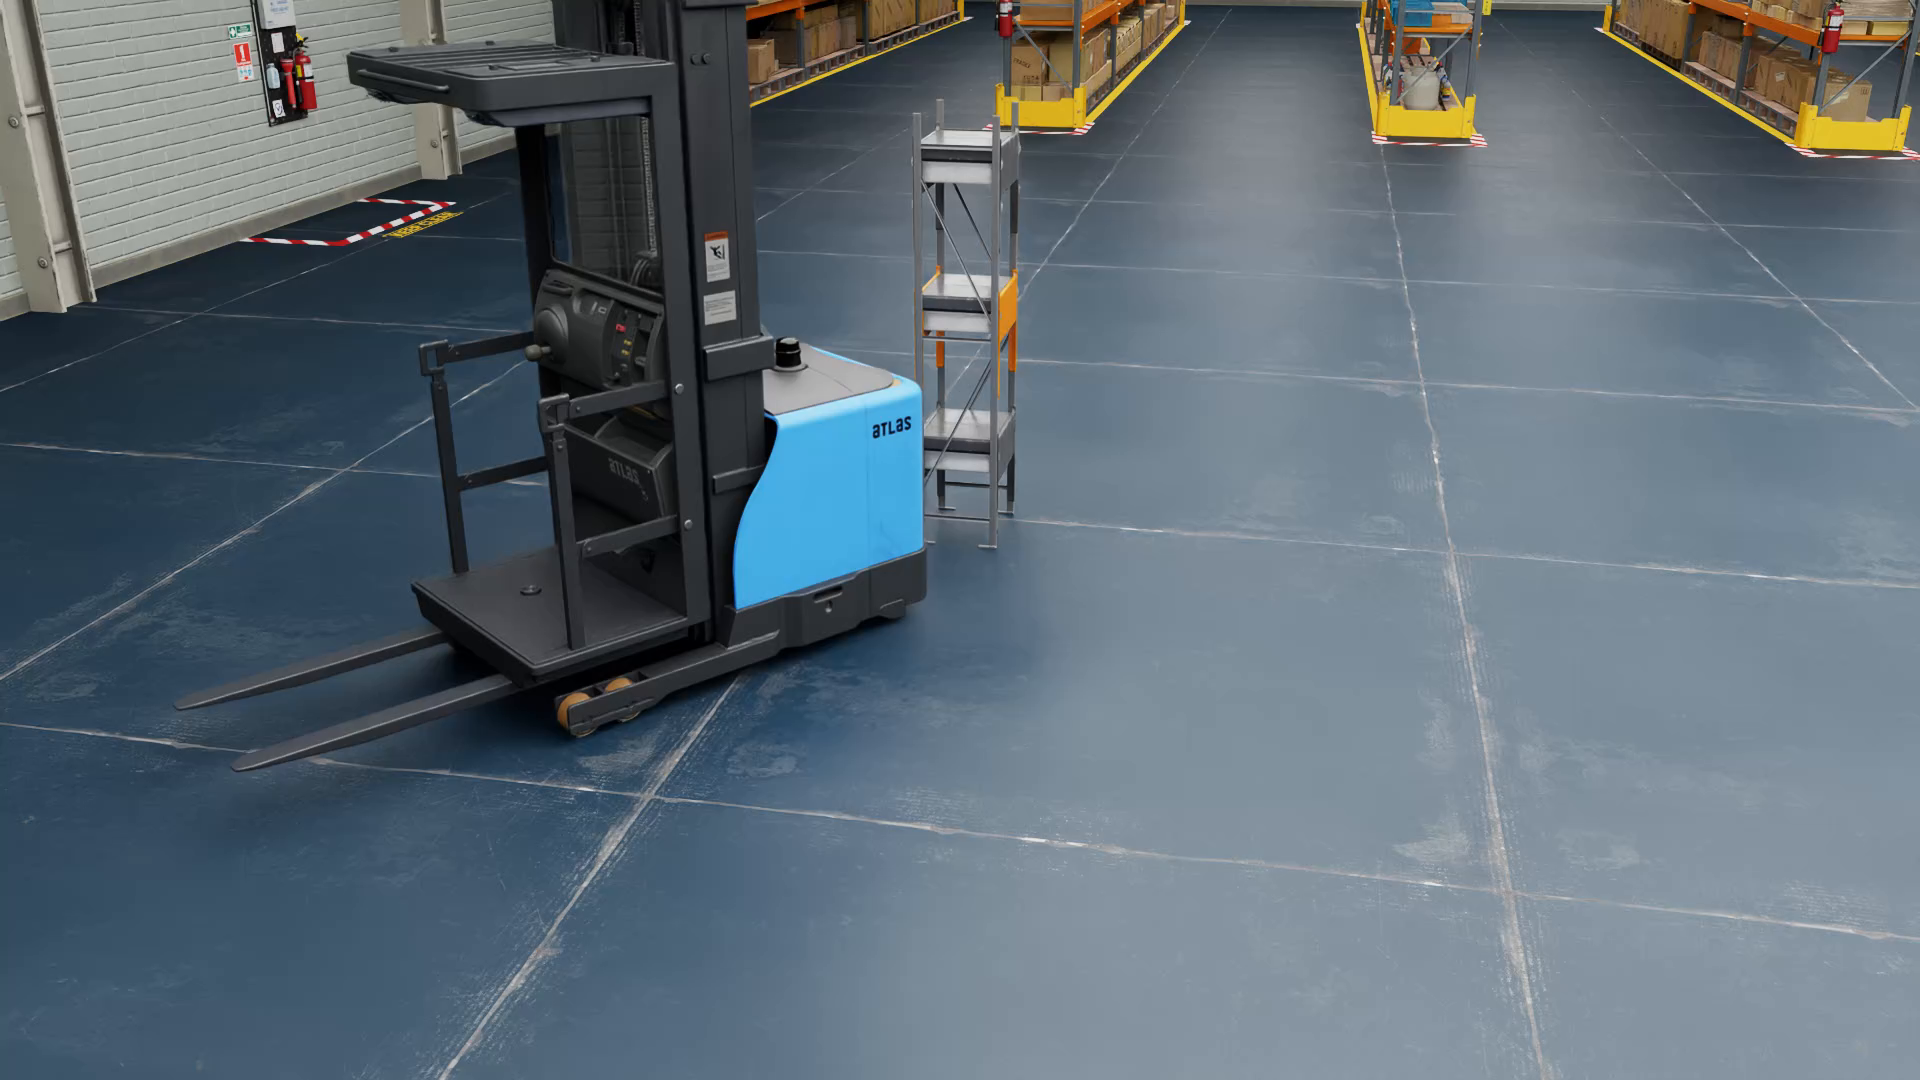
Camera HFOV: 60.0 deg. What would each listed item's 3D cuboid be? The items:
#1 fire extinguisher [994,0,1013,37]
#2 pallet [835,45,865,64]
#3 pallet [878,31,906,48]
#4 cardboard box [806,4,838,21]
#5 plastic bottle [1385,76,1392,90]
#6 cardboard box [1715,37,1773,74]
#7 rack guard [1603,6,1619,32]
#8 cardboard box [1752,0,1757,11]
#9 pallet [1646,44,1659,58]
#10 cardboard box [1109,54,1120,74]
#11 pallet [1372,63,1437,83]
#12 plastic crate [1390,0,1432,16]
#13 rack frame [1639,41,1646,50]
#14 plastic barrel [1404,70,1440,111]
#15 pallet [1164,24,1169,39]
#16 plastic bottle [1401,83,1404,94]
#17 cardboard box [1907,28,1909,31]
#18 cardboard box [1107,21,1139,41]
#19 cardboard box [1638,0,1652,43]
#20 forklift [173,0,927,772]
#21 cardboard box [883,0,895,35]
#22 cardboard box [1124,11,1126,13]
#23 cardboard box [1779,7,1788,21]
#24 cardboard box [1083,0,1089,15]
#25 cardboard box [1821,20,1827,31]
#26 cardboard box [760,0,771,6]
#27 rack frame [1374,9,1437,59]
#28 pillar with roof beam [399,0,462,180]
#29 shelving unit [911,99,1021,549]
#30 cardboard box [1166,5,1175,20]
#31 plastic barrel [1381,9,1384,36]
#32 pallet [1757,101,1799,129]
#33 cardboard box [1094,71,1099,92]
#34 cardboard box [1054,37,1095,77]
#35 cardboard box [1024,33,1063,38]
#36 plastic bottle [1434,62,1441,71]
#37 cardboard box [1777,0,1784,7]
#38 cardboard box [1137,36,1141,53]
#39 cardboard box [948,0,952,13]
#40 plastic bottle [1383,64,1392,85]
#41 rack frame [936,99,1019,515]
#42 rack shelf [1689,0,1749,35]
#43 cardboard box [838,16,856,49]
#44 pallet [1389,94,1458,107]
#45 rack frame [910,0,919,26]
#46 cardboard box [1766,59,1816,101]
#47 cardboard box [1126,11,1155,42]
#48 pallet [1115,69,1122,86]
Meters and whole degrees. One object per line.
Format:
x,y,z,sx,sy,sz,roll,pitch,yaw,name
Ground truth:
0.590,-6.848,21.446,0.296,0.674,0.183,4,22,11,fire extinguisher
-2.310,-8.615,29.462,1.003,0.211,1.213,4,22,11,pallet
-1.663,-9.628,31.977,1.003,0.211,1.213,4,22,11,pallet
-2.422,-9.115,28.725,0.500,0.250,0.500,5,22,12,cardboard box
5.941,-6.249,22.911,0.152,0.276,0.135,5,22,11,plastic bottle
12.072,-7.448,25.588,0.700,0.500,0.500,6,23,15,cardboard box
14.036,-10.836,34.591,1.175,0.500,0.348,4,22,11,rack guard
11.244,-7.426,23.114,0.380,0.149,0.250,4,22,11,cardboard box
13.131,-8.943,30.276,1.003,0.211,1.213,4,22,11,pallet
2.210,-7.403,25.838,0.500,0.250,0.500,4,22,10,cardboard box
7.103,-7.420,26.495,1.003,0.211,1.213,4,22,11,pallet
5.865,-6.887,21.638,0.499,0.251,0.408,4,22,11,plastic crate
13.215,-10.524,30.470,1.000,3.000,0.127,4,22,11,rack frame
5.977,-5.800,21.508,0.421,0.512,0.421,0,22,0,plastic barrel
3.659,-10.238,33.492,1.003,0.211,1.213,4,22,11,pallet
6.095,-6.262,23.044,0.097,0.201,0.097,0,22,0,plastic bottle
18.007,-9.529,31.254,0.380,0.149,0.250,4,22,11,cardboard box
2.736,-8.596,28.051,0.500,0.311,0.500,4,22,10,cardboard box
13.104,-9.498,30.203,1.225,0.875,0.875,5,22,11,cardboard box
-1.592,-0.817,6.458,3.031,2.935,1.130,-18,28,-38,forklift
-1.685,-9.970,31.410,0.750,0.750,0.750,4,22,11,cardboard box
2.768,-9.411,30.464,0.500,0.500,0.500,4,22,9,cardboard box
10.951,-6.876,21.749,0.380,0.149,0.250,4,22,11,cardboard box
1.386,-7.482,22.781,0.700,0.500,0.500,5,22,11,cardboard box
10.674,-6.230,20.144,0.380,0.149,0.250,4,22,11,cardboard box
-3.064,-7.924,24.187,0.500,0.250,0.500,5,22,11,cardboard box
7.550,-9.439,27.775,1.000,3.000,0.127,4,22,11,rack frame
-1.495,-7.850,15.801,9.100,9.000,0.400,4,22,11,pillar with roof beam
0.034,-1.035,8.112,0.431,2.100,0.503,4,22,11,shelving unit
4.241,-11.109,35.014,0.500,0.250,0.500,4,22,11,cardboard box
8.238,-9.925,31.230,0.600,0.901,0.708,4,22,11,plastic barrel
11.233,-5.609,21.998,1.003,0.211,1.213,4,22,11,pallet
1.704,-6.539,23.693,0.500,0.250,0.500,4,22,11,cardboard box
1.586,-6.705,23.102,0.500,0.500,0.500,4,22,11,cardboard box
1.180,-6.928,23.654,0.500,0.500,0.500,4,22,11,cardboard box
6.884,-6.694,23.916,0.144,0.351,0.185,4,22,9,plastic bottle
11.290,-7.252,21.813,0.875,0.500,0.500,4,22,11,cardboard box
2.833,-8.526,28.627,0.500,0.250,0.500,5,22,12,cardboard box
-0.561,-11.891,36.648,0.700,0.500,0.500,4,22,11,cardboard box
6.124,-6.619,23.729,0.144,0.351,0.185,4,22,9,plastic bottle
0.084,-1.124,8.333,0.400,2.100,0.015,4,22,11,rack frame
11.990,-7.996,25.155,1.077,0.370,4.000,4,22,11,rack shelf
-2.245,-8.971,29.371,0.700,0.500,0.500,5,22,12,cardboard box
6.309,-5.992,22.950,1.003,0.211,1.213,4,22,11,pallet
-1.333,-11.657,33.282,1.000,3.000,0.127,4,22,11,rack frame
11.352,-6.280,22.716,0.500,0.500,0.500,12,25,28,cardboard box
3.283,-9.382,30.391,0.500,0.500,0.500,4,22,10,cardboard box
1.997,-7.334,26.281,1.003,0.211,1.213,4,22,11,pallet
